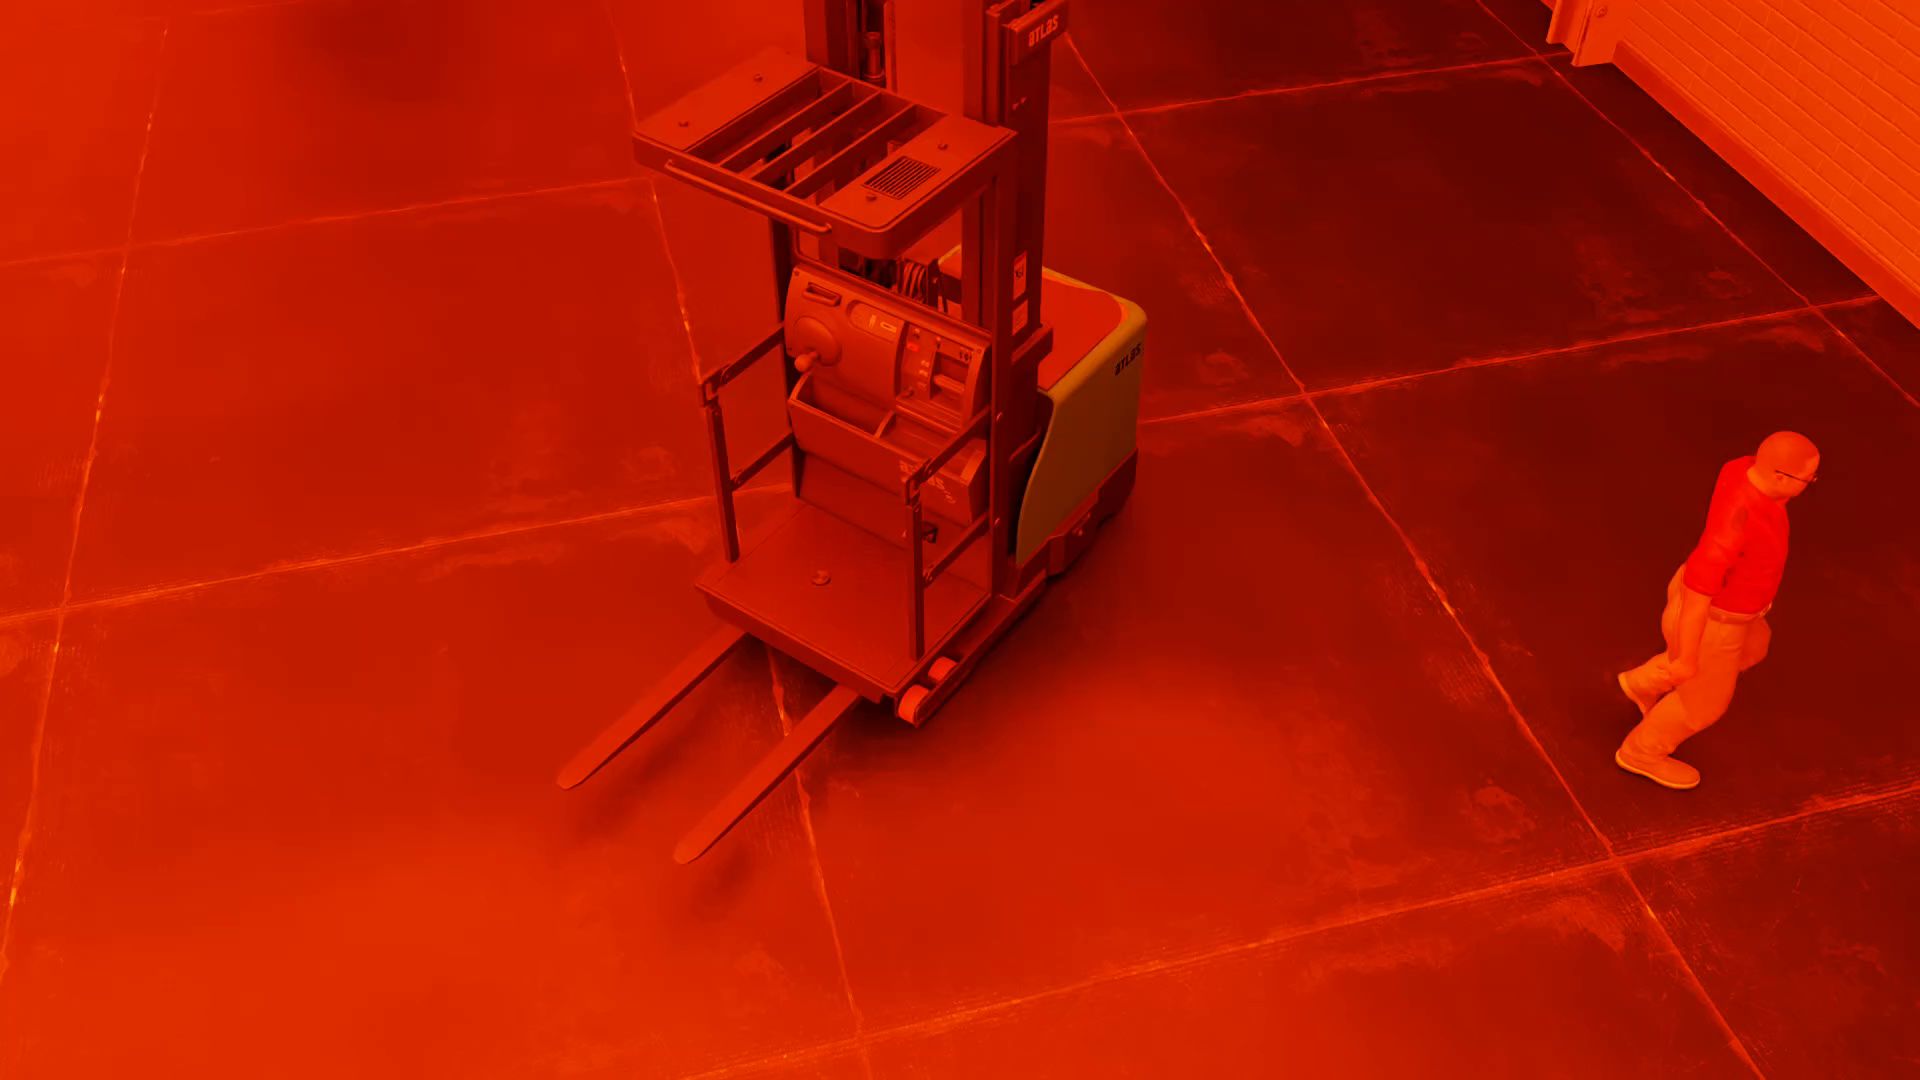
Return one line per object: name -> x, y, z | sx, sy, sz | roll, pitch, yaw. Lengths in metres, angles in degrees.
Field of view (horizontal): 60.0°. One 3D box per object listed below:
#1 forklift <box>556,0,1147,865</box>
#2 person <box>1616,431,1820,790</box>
forklift -> -0.424, -0.675, 6.359 | 1.130, 2.935, 3.031 | 26, 49, 25
person -> 2.873, 0.265, 6.257 | 0.477, 1.708, 0.699 | 16, 46, 16
